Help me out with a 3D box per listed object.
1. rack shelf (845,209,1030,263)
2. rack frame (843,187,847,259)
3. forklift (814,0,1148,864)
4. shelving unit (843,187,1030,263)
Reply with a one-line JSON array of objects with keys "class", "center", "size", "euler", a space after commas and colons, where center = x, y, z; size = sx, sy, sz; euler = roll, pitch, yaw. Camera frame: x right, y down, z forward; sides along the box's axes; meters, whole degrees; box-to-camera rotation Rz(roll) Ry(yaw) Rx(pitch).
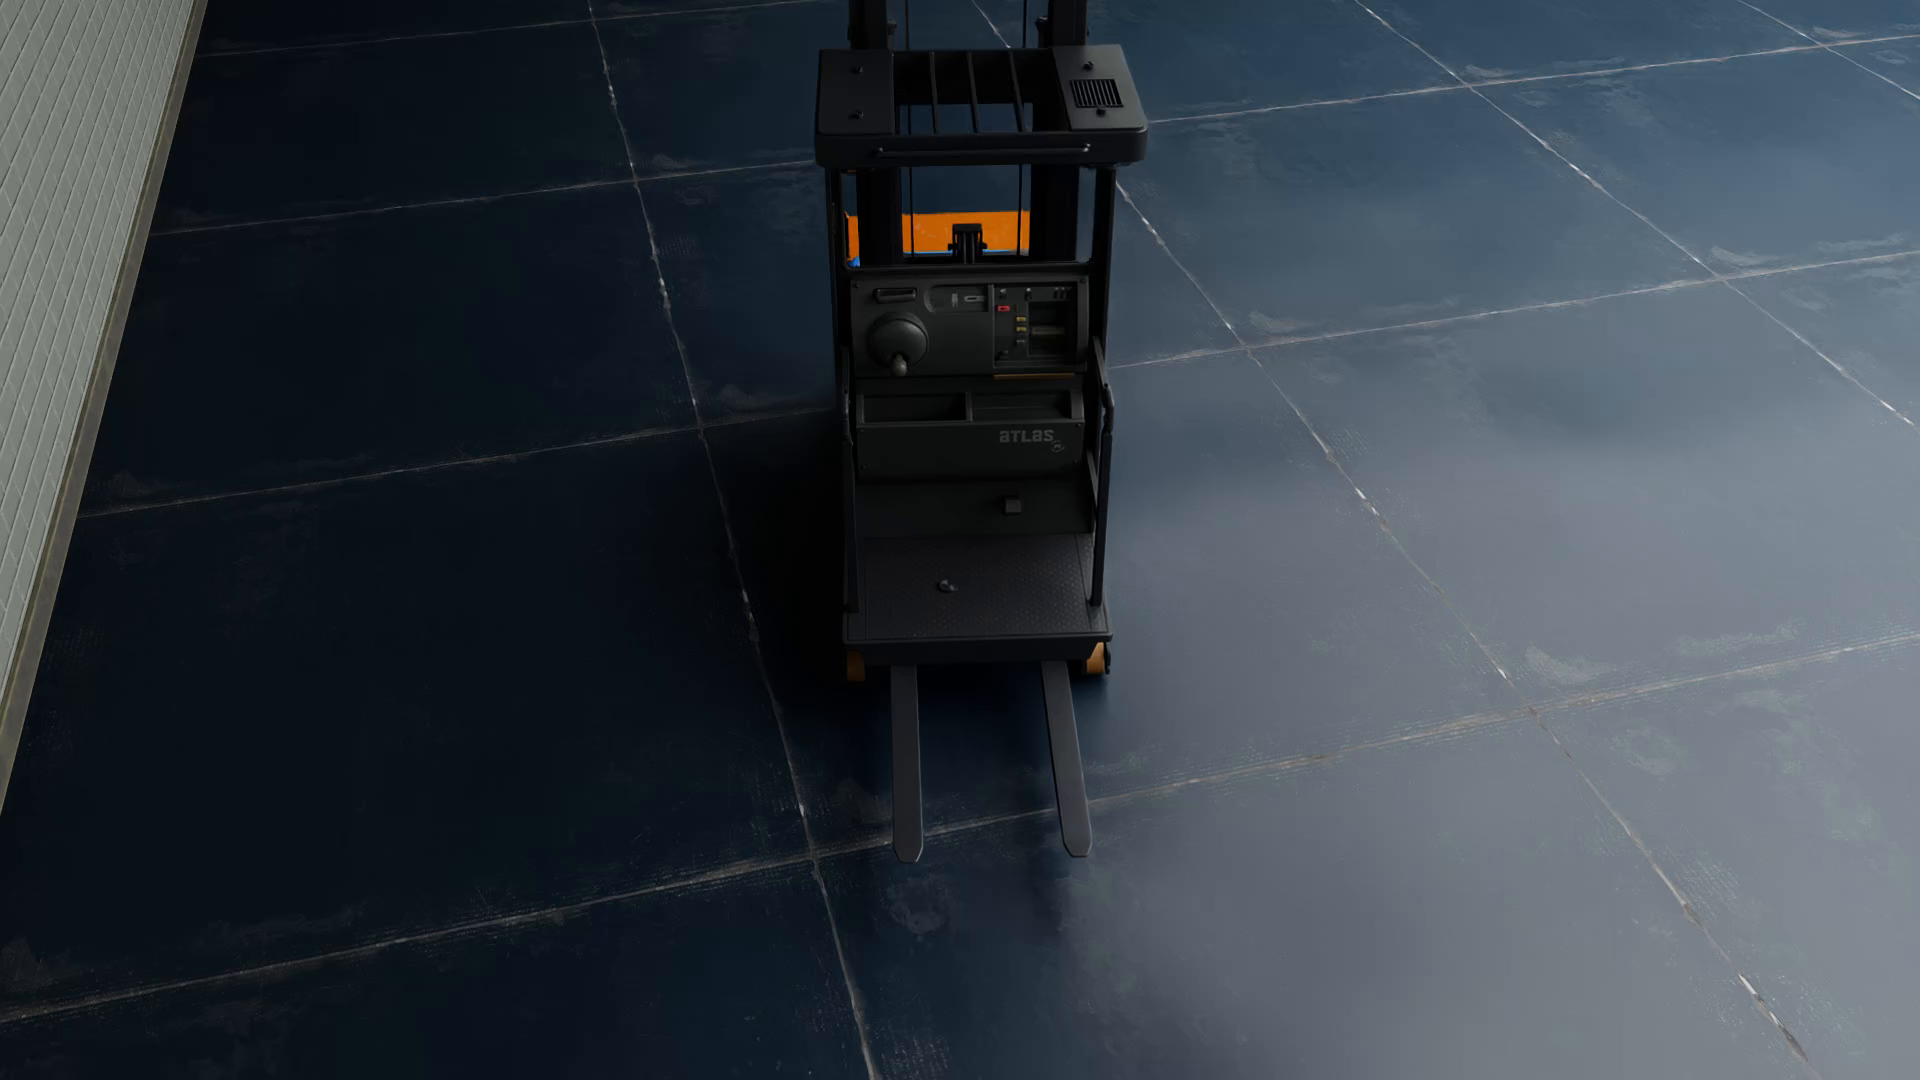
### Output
[{"class": "rack shelf", "center": [-0.060, -1.386, 8.154], "size": [1.000, 0.278, 0.538], "euler": [-2, 37, -3]}, {"class": "rack frame", "center": [-0.567, -1.131, 8.303], "size": [0.032, 1.125, 0.500], "euler": [-2, 37, -3]}, {"class": "forklift", "center": [0.051, -0.772, 6.347], "size": [1.130, 2.935, 3.031], "euler": [-2, 37, -2]}, {"class": "shelving unit", "center": [-0.060, -1.153, 8.332], "size": [1.048, 1.125, 0.538], "euler": [-2, 37, -3]}]
